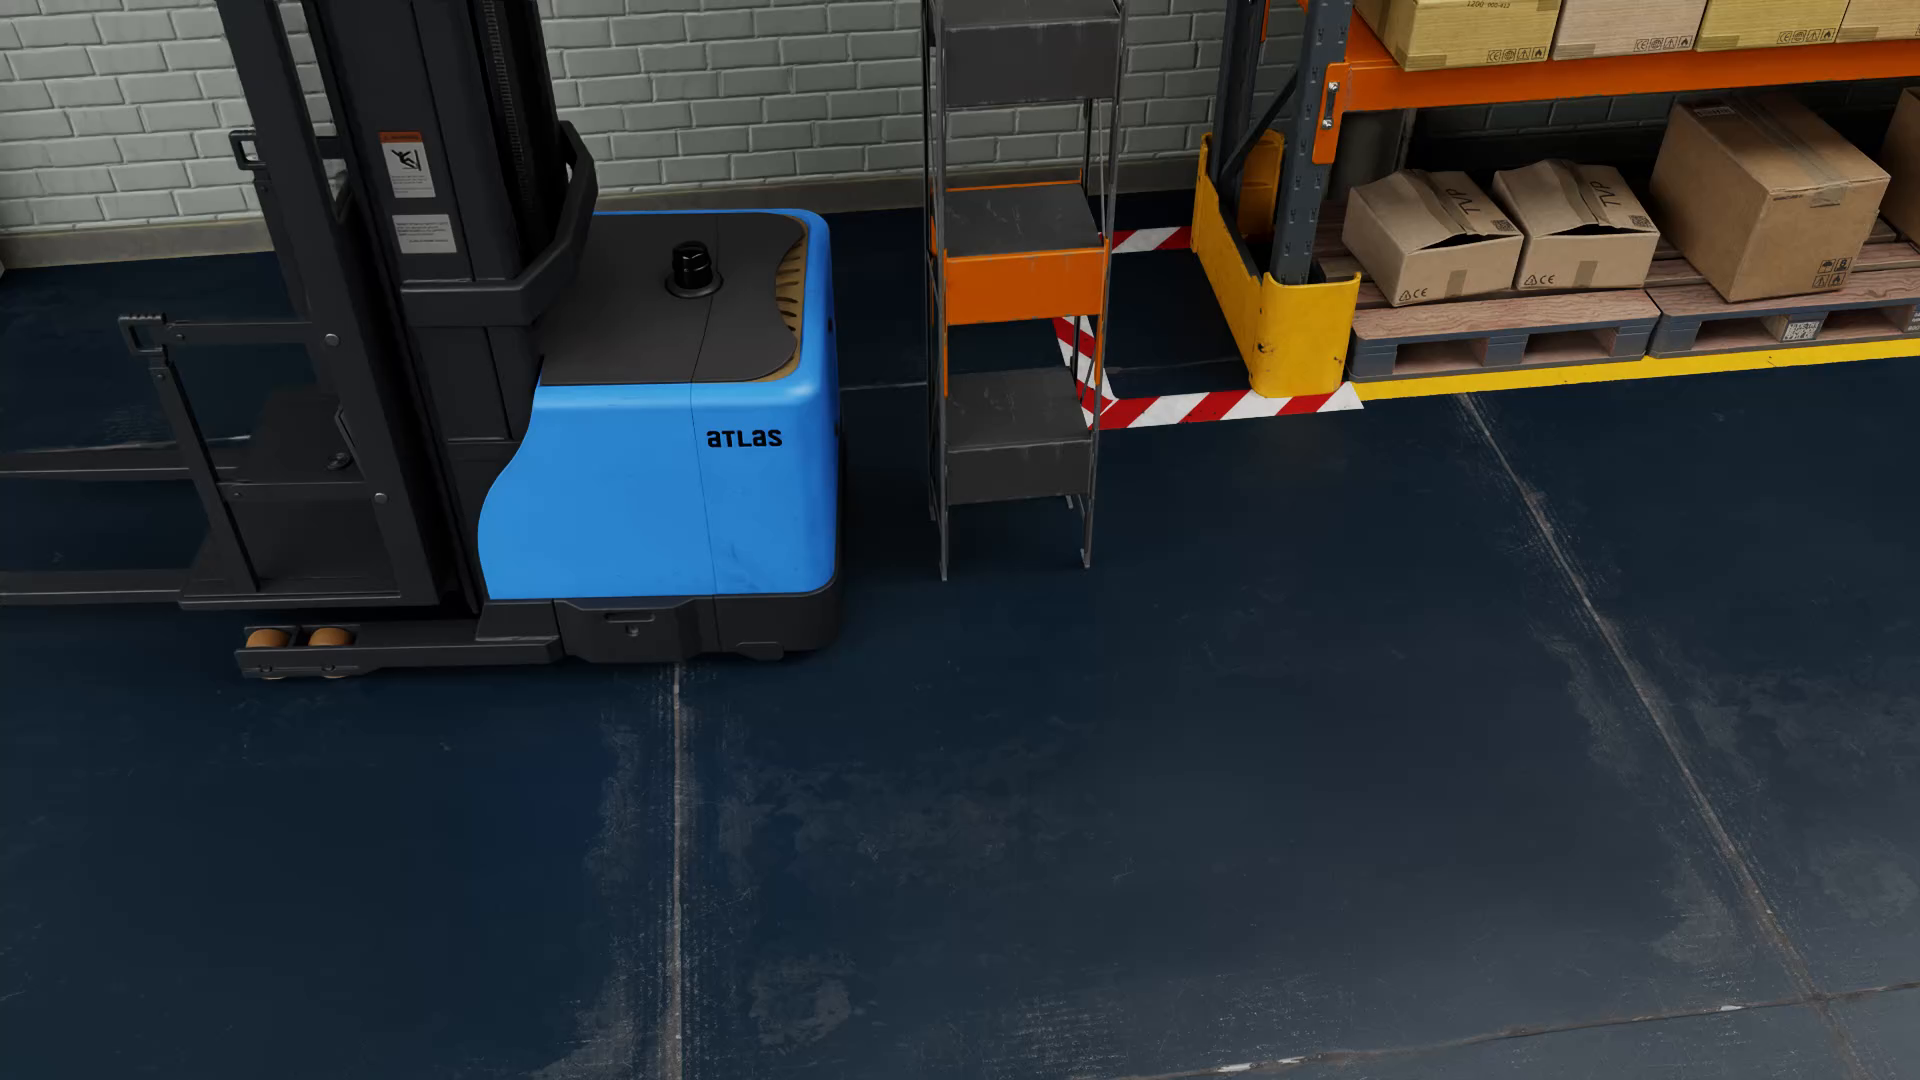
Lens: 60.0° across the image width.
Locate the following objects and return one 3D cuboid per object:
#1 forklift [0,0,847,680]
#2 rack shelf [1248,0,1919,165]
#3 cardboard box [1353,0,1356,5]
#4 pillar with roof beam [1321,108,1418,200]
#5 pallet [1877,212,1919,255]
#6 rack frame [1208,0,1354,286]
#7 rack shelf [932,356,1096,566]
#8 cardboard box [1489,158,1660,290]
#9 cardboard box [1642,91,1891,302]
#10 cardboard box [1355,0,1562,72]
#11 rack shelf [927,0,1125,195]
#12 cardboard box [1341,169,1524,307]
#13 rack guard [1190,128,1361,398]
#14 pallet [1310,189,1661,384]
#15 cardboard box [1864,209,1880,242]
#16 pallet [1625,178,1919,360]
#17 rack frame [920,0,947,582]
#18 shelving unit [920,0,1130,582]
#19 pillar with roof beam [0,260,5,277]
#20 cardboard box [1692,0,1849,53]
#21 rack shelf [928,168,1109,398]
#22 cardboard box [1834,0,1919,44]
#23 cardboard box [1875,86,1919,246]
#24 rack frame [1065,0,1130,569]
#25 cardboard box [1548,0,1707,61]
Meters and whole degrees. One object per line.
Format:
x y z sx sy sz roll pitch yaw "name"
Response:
-1.906 -1.008 4.679 3.031 2.935 1.130 -1 42 -1 "forklift"
3.137 -1.953 6.213 4.000 0.370 1.077 -5 42 -6 "rack shelf"
1.592 -2.168 6.011 0.500 0.250 0.500 -4 42 -5 "cardboard box"
2.294 -2.051 1.305 0.400 9.000 9.100 -5 42 -6 "pillar with roof beam"
4.459 -1.277 7.008 1.213 0.211 1.003 -5 42 -6 "pallet"
1.154 -2.047 5.780 0.127 3.000 1.000 -5 42 -6 "rack frame"
0.164 -0.264 5.541 0.480 0.518 0.431 -5 42 -6 "rack shelf"
2.417 -1.261 6.588 0.500 0.311 0.500 -2 42 -2 "cardboard box"
3.151 -1.362 6.558 0.500 0.500 0.700 -7 43 -8 "cardboard box"
1.679 -1.830 5.636 0.500 0.250 0.500 -6 42 -7 "cardboard box"
0.164 -1.304 4.603 0.480 0.518 0.431 -5 42 -6 "rack shelf"
1.852 -1.212 6.533 0.500 0.311 0.500 -9 43 -10 "cardboard box"
1.229 -1.125 6.624 0.348 0.500 1.175 -5 42 -6 "rack guard"
2.040 -1.065 6.773 1.213 0.211 1.003 -5 42 -6 "pallet"
3.532 -1.373 6.833 0.250 0.149 0.380 -8 43 -9 "cardboard box"
3.247 -1.169 6.888 1.213 0.211 1.003 -5 42 -6 "pallet"
-0.078 -0.773 5.039 0.015 2.100 0.400 -5 42 -6 "rack frame"
0.164 -0.794 5.063 0.503 2.100 0.431 -5 42 -6 "shelving unit"
-3.655 -1.530 0.727 0.400 9.000 9.100 -5 42 -6 "pillar with roof beam"
2.698 -1.925 5.741 0.500 0.250 0.500 -6 42 -6 "cardboard box"
0.164 -0.784 5.072 0.480 0.518 0.431 -5 42 -6 "rack shelf"
3.200 -1.967 5.788 0.500 0.250 0.500 -5 42 -5 "cardboard box"
4.096 -1.513 6.725 0.500 0.500 0.500 -8 43 -9 "cardboard box"
0.406 -0.815 5.086 0.015 2.100 0.400 -5 42 -6 "rack frame"
2.192 -1.885 5.697 0.500 0.250 0.500 -6 42 -7 "cardboard box"
